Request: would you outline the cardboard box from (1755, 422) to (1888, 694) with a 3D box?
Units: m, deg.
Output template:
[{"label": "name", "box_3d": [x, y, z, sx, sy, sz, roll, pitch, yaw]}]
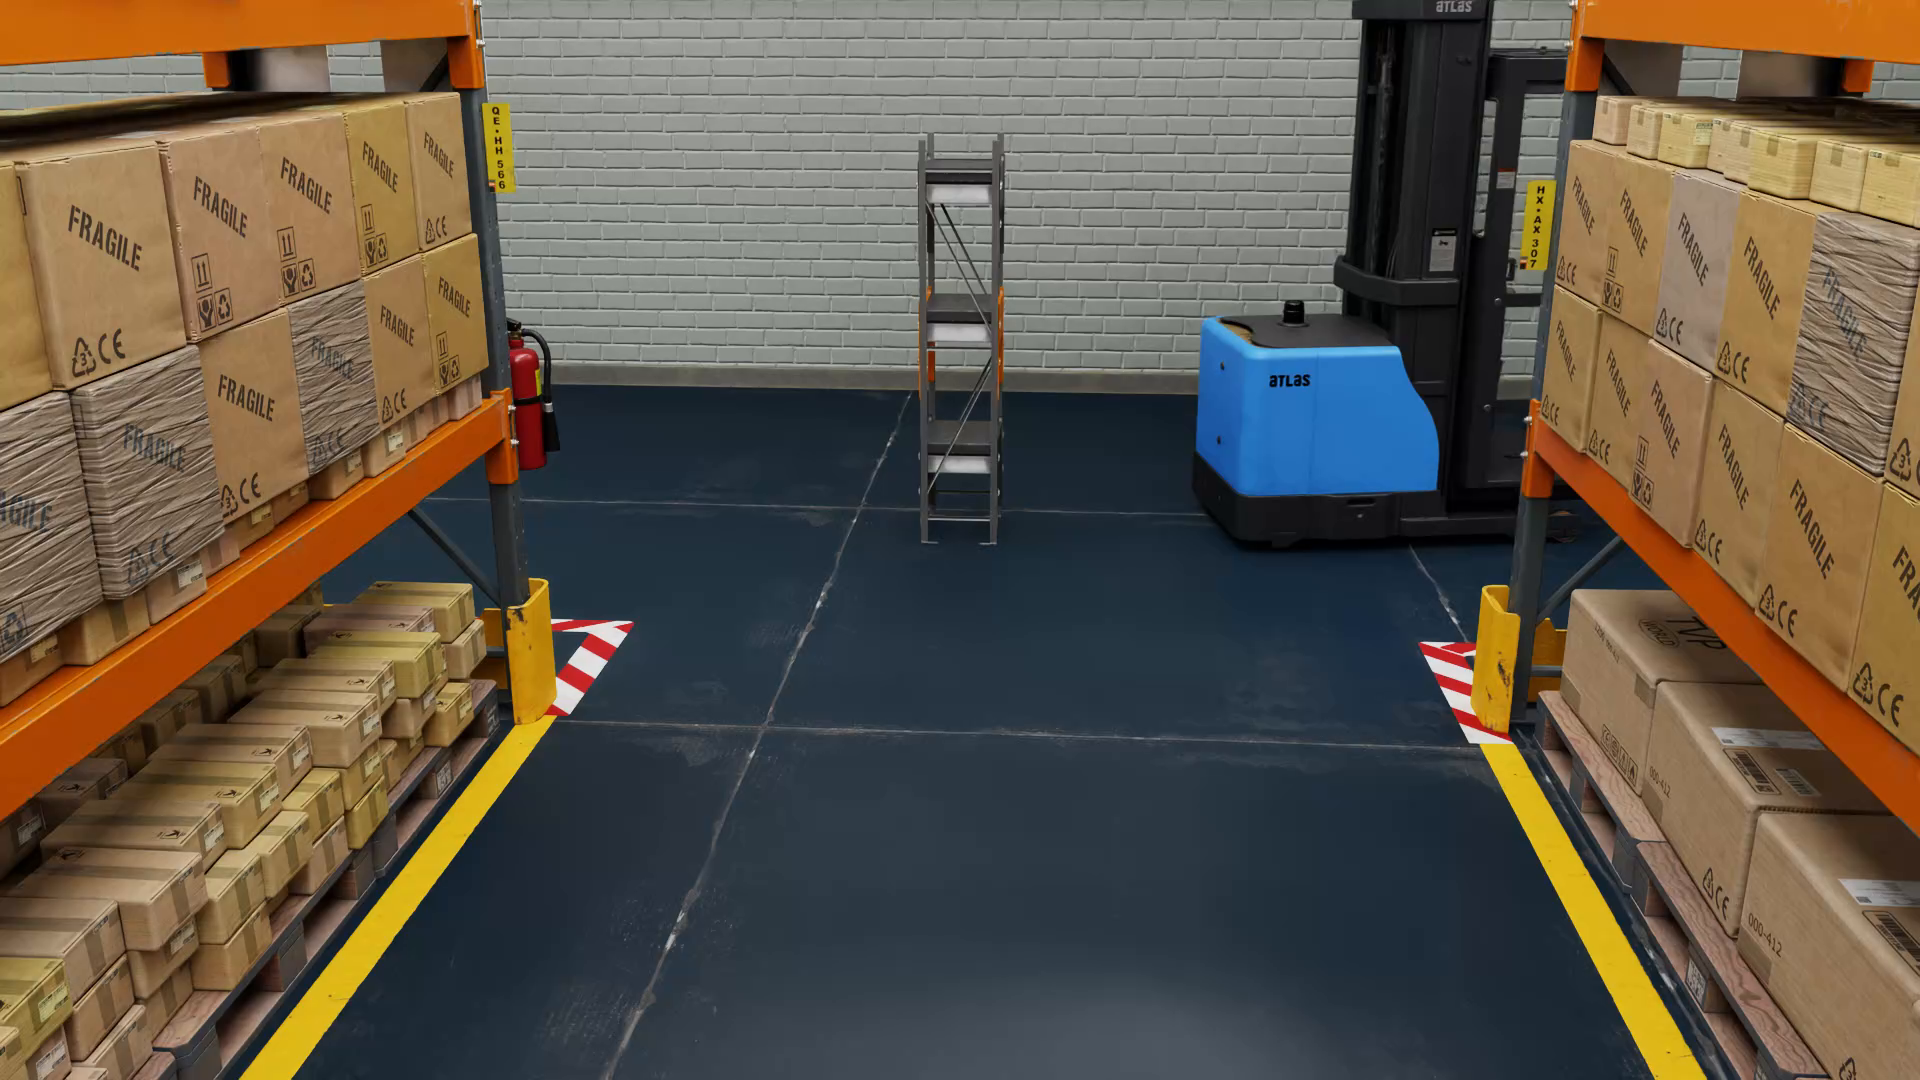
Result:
[{"label": "cardboard box", "box_3d": [2.224, 0.034, 3.841, 0.500, 0.500, 0.500, 1, 18, 3]}]

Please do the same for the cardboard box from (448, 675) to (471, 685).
[{"label": "cardboard box", "box_3d": [-2.095, 0.550, 6.333, 0.380, 0.149, 0.250, 2, 18, 5]}]

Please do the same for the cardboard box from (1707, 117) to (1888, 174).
[{"label": "cardboard box", "box_3d": [2.330, -1.095, 4.641, 0.380, 0.149, 0.250, 1, 18, 4]}]

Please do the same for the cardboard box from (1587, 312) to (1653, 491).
[{"label": "cardboard box", "box_3d": [2.350, -0.442, 5.293, 0.500, 0.500, 0.500, 1, 18, 3]}]

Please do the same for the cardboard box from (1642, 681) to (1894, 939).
[{"label": "cardboard box", "box_3d": [2.675, 0.815, 5.059, 0.875, 0.438, 0.875, 2, 18, 5]}]

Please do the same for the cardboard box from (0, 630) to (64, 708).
[{"label": "cardboard box", "box_3d": [-2.268, 0.257, 3.724, 0.380, 0.149, 0.250, 0, 18, 1]}]

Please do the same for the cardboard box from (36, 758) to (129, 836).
[{"label": "cardboard box", "box_3d": [-2.638, 0.743, 4.786, 0.380, 0.149, 0.250, 1, 18, 4]}]

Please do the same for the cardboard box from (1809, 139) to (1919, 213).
[{"label": "cardboard box", "box_3d": [2.255, -0.858, 3.917, 0.380, 0.149, 0.250, 1, 18, 4]}]

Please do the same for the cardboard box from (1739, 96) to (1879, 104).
[{"label": "cardboard box", "box_3d": [2.854, -1.410, 5.600, 0.380, 0.149, 0.250, 2, 18, 5]}]

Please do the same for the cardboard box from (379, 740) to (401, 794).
[{"label": "cardboard box", "box_3d": [-2.122, 0.789, 5.602, 0.380, 0.149, 0.250, 1, 18, 4]}]

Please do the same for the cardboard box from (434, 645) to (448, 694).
[{"label": "cardboard box", "box_3d": [-2.090, 0.490, 6.036, 0.380, 0.149, 0.250, 1, 18, 3]}]

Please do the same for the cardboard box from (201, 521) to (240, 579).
[{"label": "cardboard box", "box_3d": [-2.186, 0.013, 4.470, 0.380, 0.149, 0.250, 2, 18, 6]}]

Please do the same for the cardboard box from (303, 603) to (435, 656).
[{"label": "cardboard box", "box_3d": [-2.125, 0.346, 6.000, 0.380, 0.149, 0.250, 2, 18, 5]}]

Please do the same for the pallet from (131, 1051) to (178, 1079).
[{"label": "pallet", "box_3d": [-2.539, 1.584, 3.749, 1.003, 0.211, 1.213, 1, 18, 4]}]

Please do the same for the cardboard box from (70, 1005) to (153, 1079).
[{"label": "cardboard box", "box_3d": [-2.252, 1.277, 4.113, 0.380, 0.149, 0.250, 1, 18, 3]}]

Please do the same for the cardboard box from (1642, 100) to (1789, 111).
[{"label": "cardboard box", "box_3d": [2.430, -1.339, 5.383, 0.380, 0.149, 0.250, 2, 18, 5]}]

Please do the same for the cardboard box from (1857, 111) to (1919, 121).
[{"label": "cardboard box", "box_3d": [2.866, -1.171, 4.871, 0.380, 0.149, 0.250, 2, 18, 5]}]

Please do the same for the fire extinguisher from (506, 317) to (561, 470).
[{"label": "fire extinguisher", "box_3d": [-1.786, -0.628, 6.745, 0.296, 0.674, 0.183, 1, 18, 4]}]

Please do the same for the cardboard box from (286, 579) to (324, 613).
[{"label": "cardboard box", "box_3d": [-2.641, 0.254, 6.280, 0.380, 0.149, 0.250, 0, 18, 1]}]

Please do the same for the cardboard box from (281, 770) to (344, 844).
[{"label": "cardboard box", "box_3d": [-2.115, 0.812, 5.054, 0.380, 0.149, 0.250, 2, 18, 7]}]

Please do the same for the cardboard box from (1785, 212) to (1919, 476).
[{"label": "cardboard box", "box_3d": [2.223, -0.443, 3.693, 0.500, 0.500, 0.500, 2, 18, 5]}]

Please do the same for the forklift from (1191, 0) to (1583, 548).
[{"label": "forklift", "box_3d": [2.887, -1.534, 8.896, 3.031, 2.935, 1.130, -2, 18, -7]}]

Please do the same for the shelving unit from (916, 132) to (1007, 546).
[{"label": "shelving unit", "box_3d": [0.012, -1.049, 8.753, 0.431, 2.100, 0.503, 1, 18, 4]}]

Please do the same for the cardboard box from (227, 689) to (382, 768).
[{"label": "cardboard box", "box_3d": [-2.063, 0.592, 5.246, 0.380, 0.149, 0.250, 2, 18, 6]}]

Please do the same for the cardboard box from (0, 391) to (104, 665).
[{"label": "cardboard box", "box_3d": [-2.236, -0.022, 3.536, 0.500, 0.500, 0.500, 1, 18, 4]}]

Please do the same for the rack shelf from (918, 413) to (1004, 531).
[{"label": "rack shelf", "box_3d": [0.012, -0.371, 8.975, 0.431, 0.518, 0.480, 1, 18, 4]}]

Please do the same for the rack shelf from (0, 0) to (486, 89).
[{"label": "rack shelf", "box_3d": [-2.408, -1.236, 4.216, 1.077, 0.370, 4.000, 1, 18, 4]}]

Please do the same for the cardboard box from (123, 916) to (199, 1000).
[{"label": "cardboard box", "box_3d": [-2.231, 1.051, 4.324, 0.380, 0.149, 0.250, 2, 18, 6]}]

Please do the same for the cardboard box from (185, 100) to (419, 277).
[{"label": "cardboard box", "box_3d": [-2.086, -1.133, 5.319, 0.500, 0.500, 0.500, 1, 18, 2]}]

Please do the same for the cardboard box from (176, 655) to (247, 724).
[{"label": "cardboard box", "box_3d": [-2.622, 0.496, 5.539, 0.380, 0.149, 0.250, 0, 18, 1]}]

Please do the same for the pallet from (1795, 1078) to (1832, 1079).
[{"label": "pallet", "box_3d": [2.526, 1.638, 3.584, 1.003, 0.211, 1.213, 1, 18, 4]}]

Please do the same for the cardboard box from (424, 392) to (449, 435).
[{"label": "cardboard box", "box_3d": [-2.062, -0.470, 5.945, 0.380, 0.149, 0.250, 1, 18, 4]}]

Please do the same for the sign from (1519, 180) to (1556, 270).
[{"label": "sign", "box_3d": [2.127, -1.158, 6.122, 0.100, 0.325, 0.005, 1, 18, 4]}]

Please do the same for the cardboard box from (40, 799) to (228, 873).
[{"label": "cardboard box", "box_3d": [-2.240, 0.830, 4.523, 0.380, 0.149, 0.250, 1, 18, 2]}]

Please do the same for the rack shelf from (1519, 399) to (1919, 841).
[{"label": "rack shelf", "box_3d": [2.536, 0.268, 4.442, 1.077, 0.370, 4.000, 1, 18, 4]}]

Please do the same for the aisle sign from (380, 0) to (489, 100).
[{"label": "aisle sign", "box_3d": [-1.960, -2.025, 6.111, 0.394, 0.787, 0.004, 1, 18, 4]}]

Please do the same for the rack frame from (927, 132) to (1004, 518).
[{"label": "rack frame", "box_3d": [0.029, -1.125, 8.984, 0.400, 2.100, 0.015, 1, 18, 4]}]

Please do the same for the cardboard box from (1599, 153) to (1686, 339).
[{"label": "cardboard box", "box_3d": [2.331, -0.914, 5.129, 0.500, 0.500, 0.500, 1, 18, 2]}]

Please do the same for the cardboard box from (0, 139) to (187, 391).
[{"label": "cardboard box", "box_3d": [-2.187, -0.647, 3.837, 0.500, 0.500, 0.500, 2, 18, 5]}]

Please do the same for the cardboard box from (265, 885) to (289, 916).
[{"label": "cardboard box", "box_3d": [-2.210, 1.031, 4.864, 0.380, 0.149, 0.250, 2, 18, 5]}]

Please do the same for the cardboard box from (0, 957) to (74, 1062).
[{"label": "cardboard box", "box_3d": [-2.272, 1.075, 3.774, 0.380, 0.149, 0.250, 1, 18, 3]}]

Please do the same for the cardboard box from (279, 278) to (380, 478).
[{"label": "cardboard box", "box_3d": [-2.109, -0.500, 4.993, 0.500, 0.500, 0.500, 1, 18, 4]}]

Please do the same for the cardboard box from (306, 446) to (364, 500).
[{"label": "cardboard box", "box_3d": [-2.108, -0.231, 5.215, 0.380, 0.149, 0.250, 0, 18, 1]}]

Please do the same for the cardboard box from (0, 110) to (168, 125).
[{"label": "cardboard box", "box_3d": [-2.651, -0.986, 4.872, 0.500, 0.500, 0.500, 1, 18, 3]}]
